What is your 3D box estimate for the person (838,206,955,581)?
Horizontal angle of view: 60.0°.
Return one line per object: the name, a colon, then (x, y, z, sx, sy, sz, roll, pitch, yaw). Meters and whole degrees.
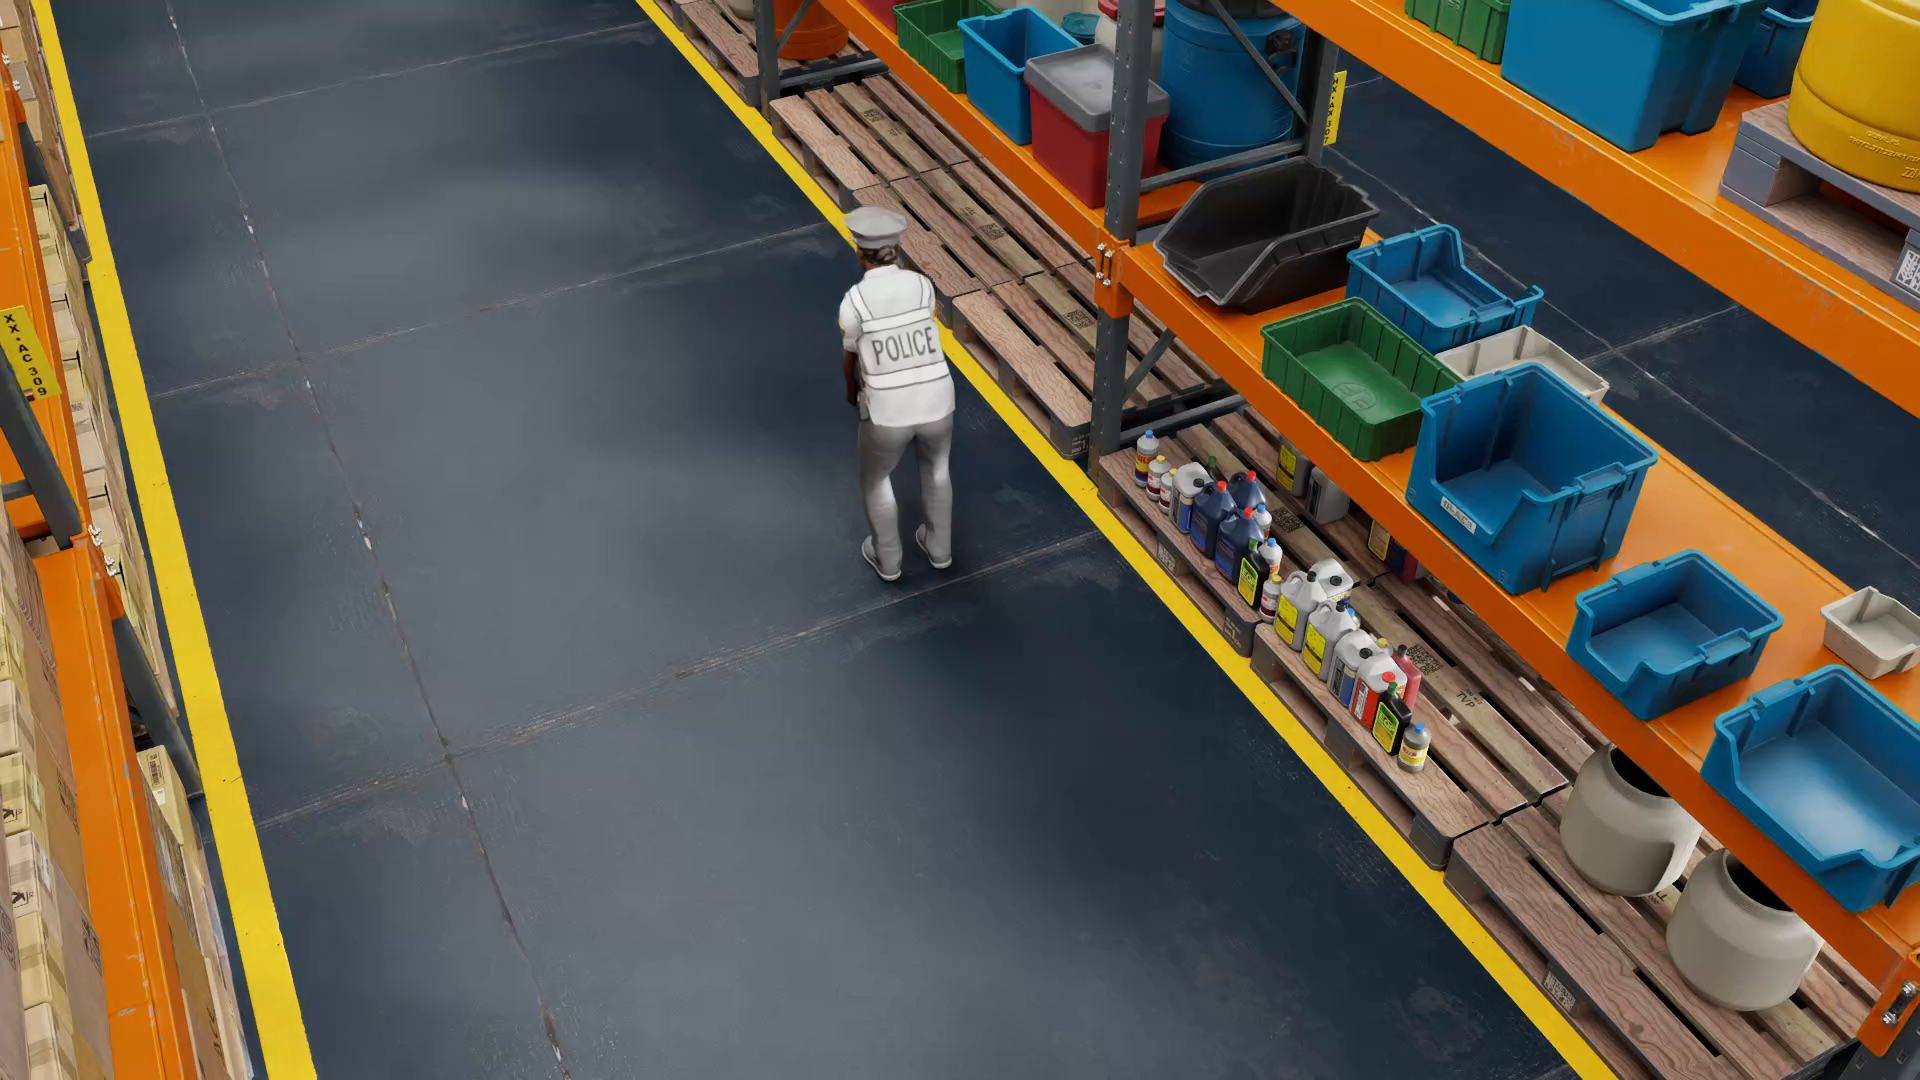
person: (-0.264, -0.566, 6.872, 0.411, 1.574, 0.609, -14, 43, -15)
